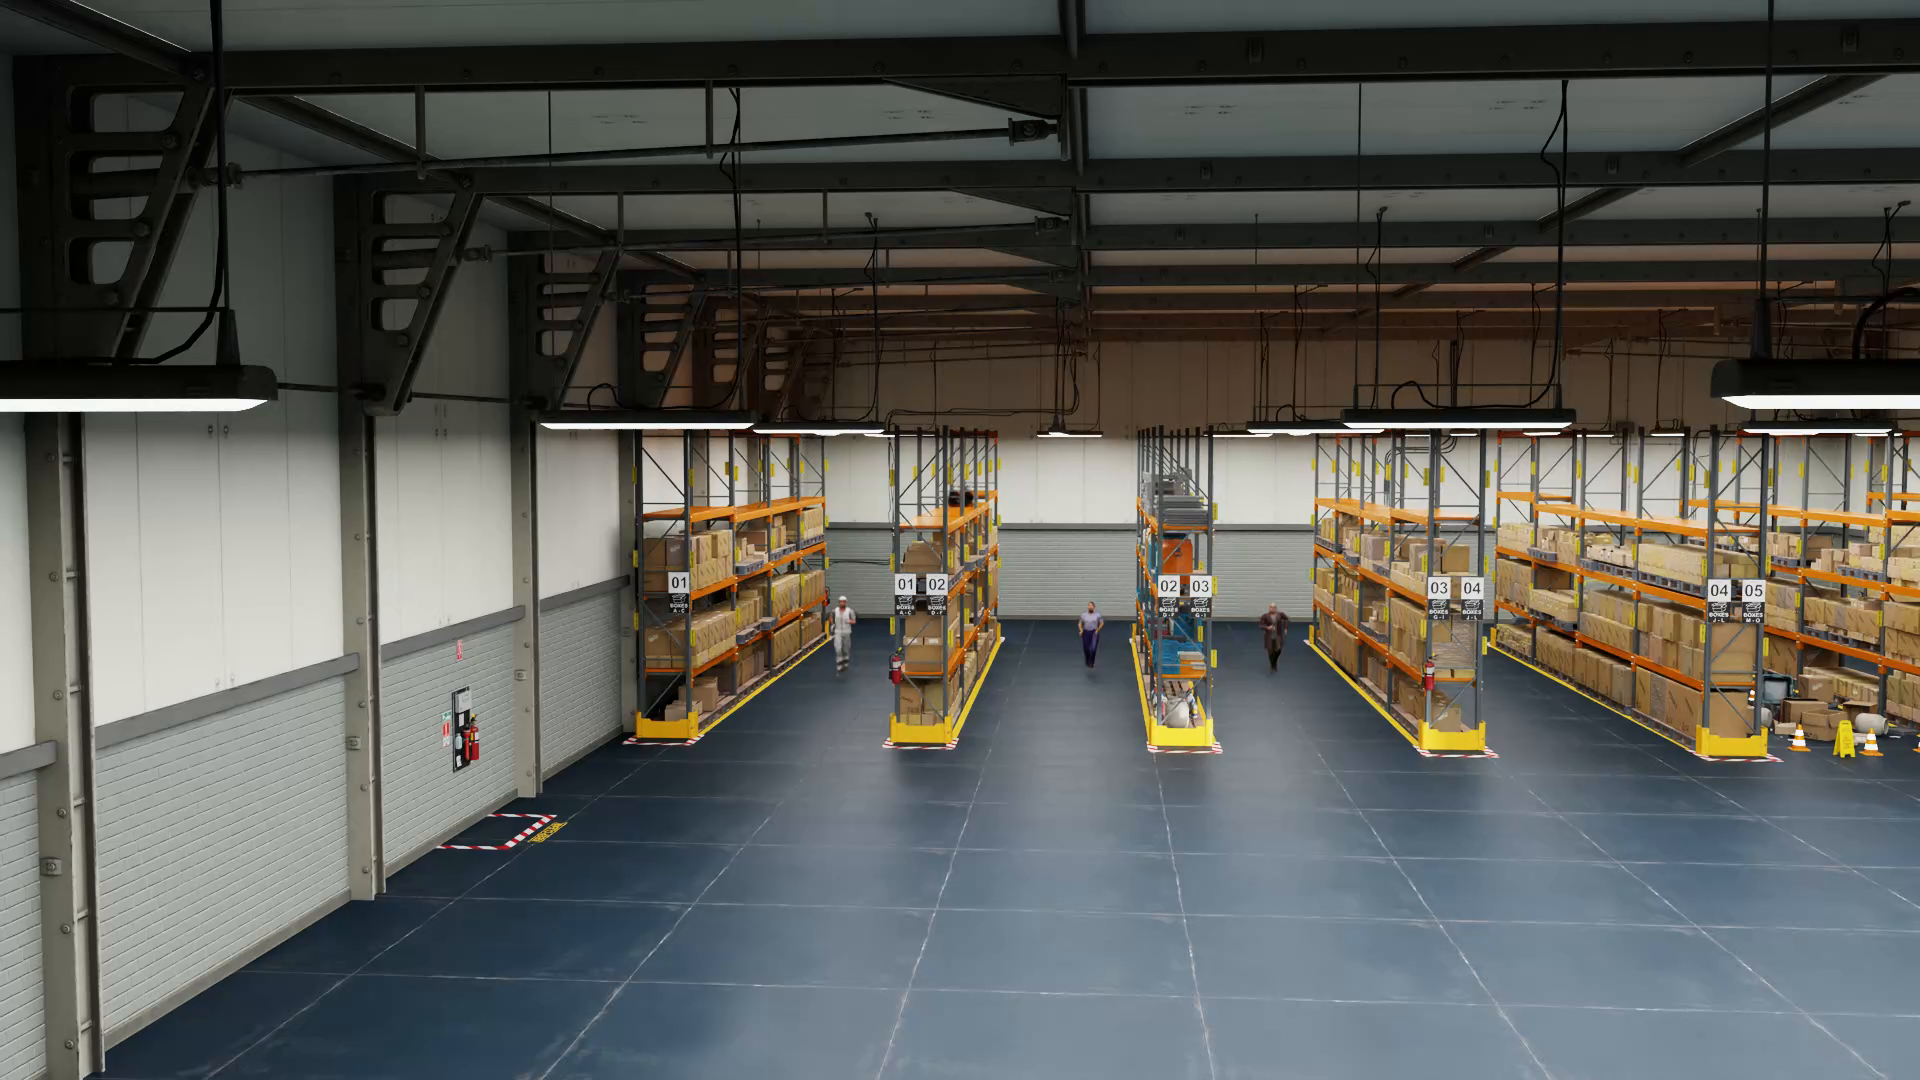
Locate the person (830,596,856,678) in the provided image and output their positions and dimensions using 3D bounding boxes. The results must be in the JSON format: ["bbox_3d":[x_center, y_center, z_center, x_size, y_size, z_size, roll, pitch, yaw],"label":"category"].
[{"bbox_3d":[-2.750,2.259,38.918,0.631,1.890,0.723,0,3,-1],"label":"person"}]

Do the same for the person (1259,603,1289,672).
[{"bbox_3d":[7.704,2.398,40.732,0.759,1.727,0.793,0,3,2],"label":"person"}]

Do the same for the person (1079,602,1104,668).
[{"bbox_3d":[3.140,2.269,39.873,0.616,1.570,0.511,1,3,9],"label":"person"}]

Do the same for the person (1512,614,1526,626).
[{"bbox_3d":[16.034,2.016,47.524,0.892,1.715,0.722,1,3,11],"label":"person"}]

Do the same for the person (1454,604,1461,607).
[{"bbox_3d":[12.827,2.287,42.962,0.661,1.776,0.903,0,3,3],"label":"person"}]
